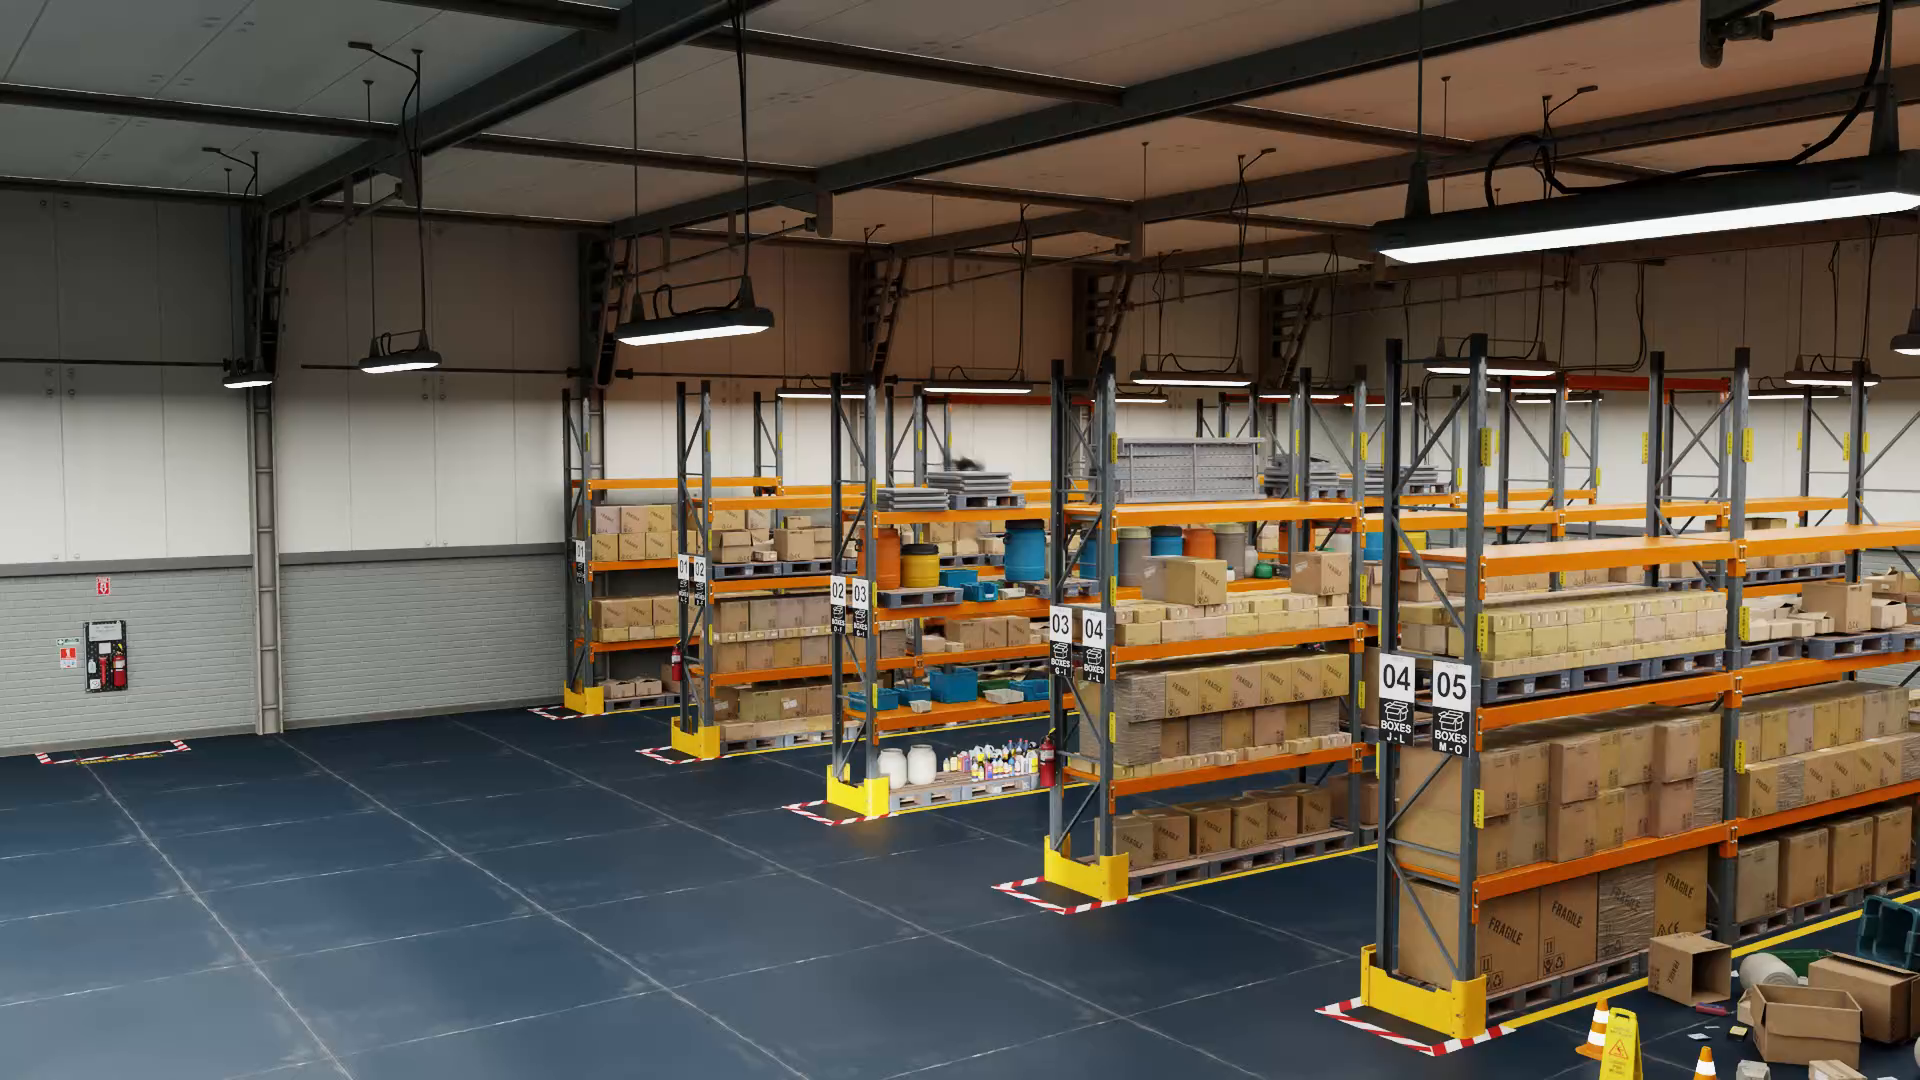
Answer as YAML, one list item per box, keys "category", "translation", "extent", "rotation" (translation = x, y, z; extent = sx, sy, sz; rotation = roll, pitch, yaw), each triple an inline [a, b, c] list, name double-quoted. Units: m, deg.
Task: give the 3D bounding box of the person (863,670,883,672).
- category: "person"
  translation: [-1.548, 2.300, 30.932]
  extent: [0.775, 1.845, 0.675]
  rotation: [-2, 4, -33]

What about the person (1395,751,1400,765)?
- category: "person"
  translation: [6.966, 2.600, 26.116]
  extent: [0.791, 1.825, 0.676]
  rotation: [-3, 5, -41]
